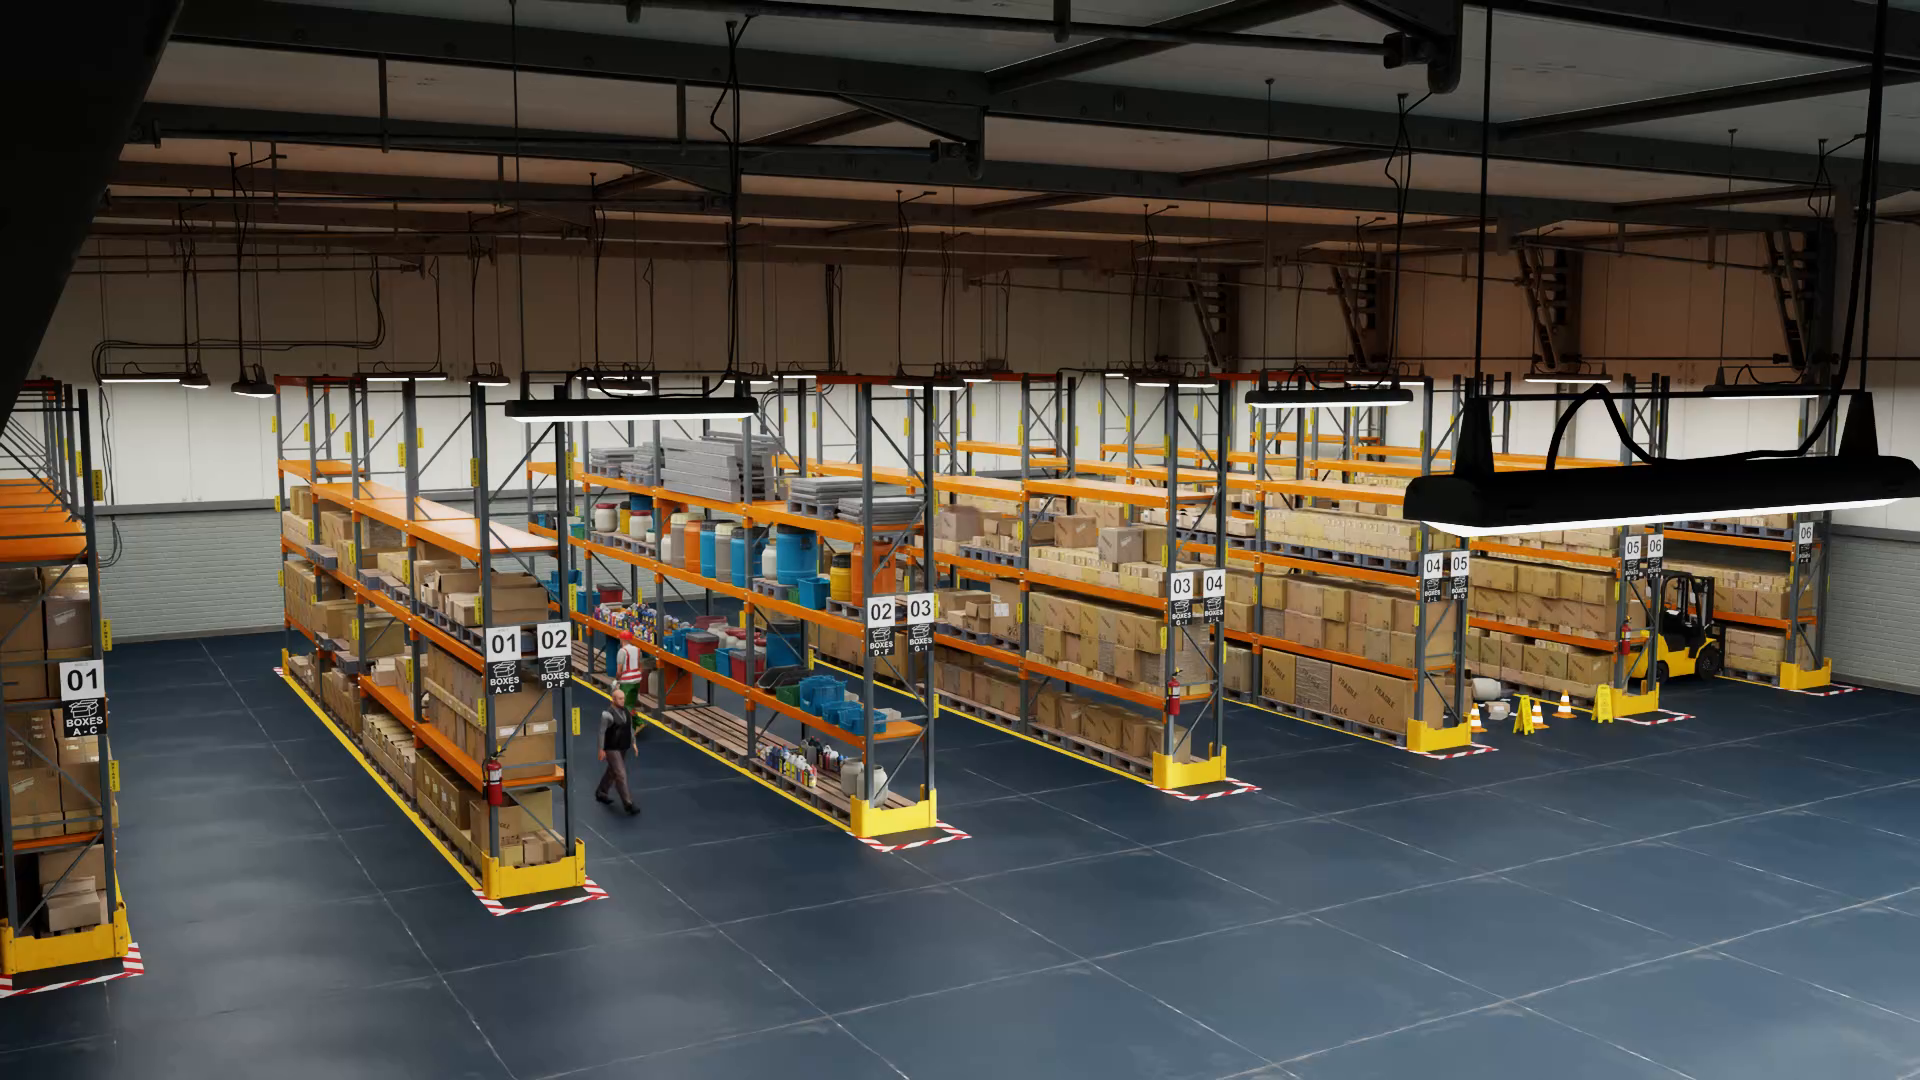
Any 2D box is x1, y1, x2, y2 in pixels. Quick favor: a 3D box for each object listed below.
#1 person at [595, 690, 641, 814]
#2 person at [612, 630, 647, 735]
[{"bbox_3d":[-4.772,2.924,23.315,0.987,1.666,0.557,3,7,24],"label":"person"},{"bbox_3d":[-5.552,2.404,27.943,0.540,1.760,0.596,3,7,28],"label":"person"}]
